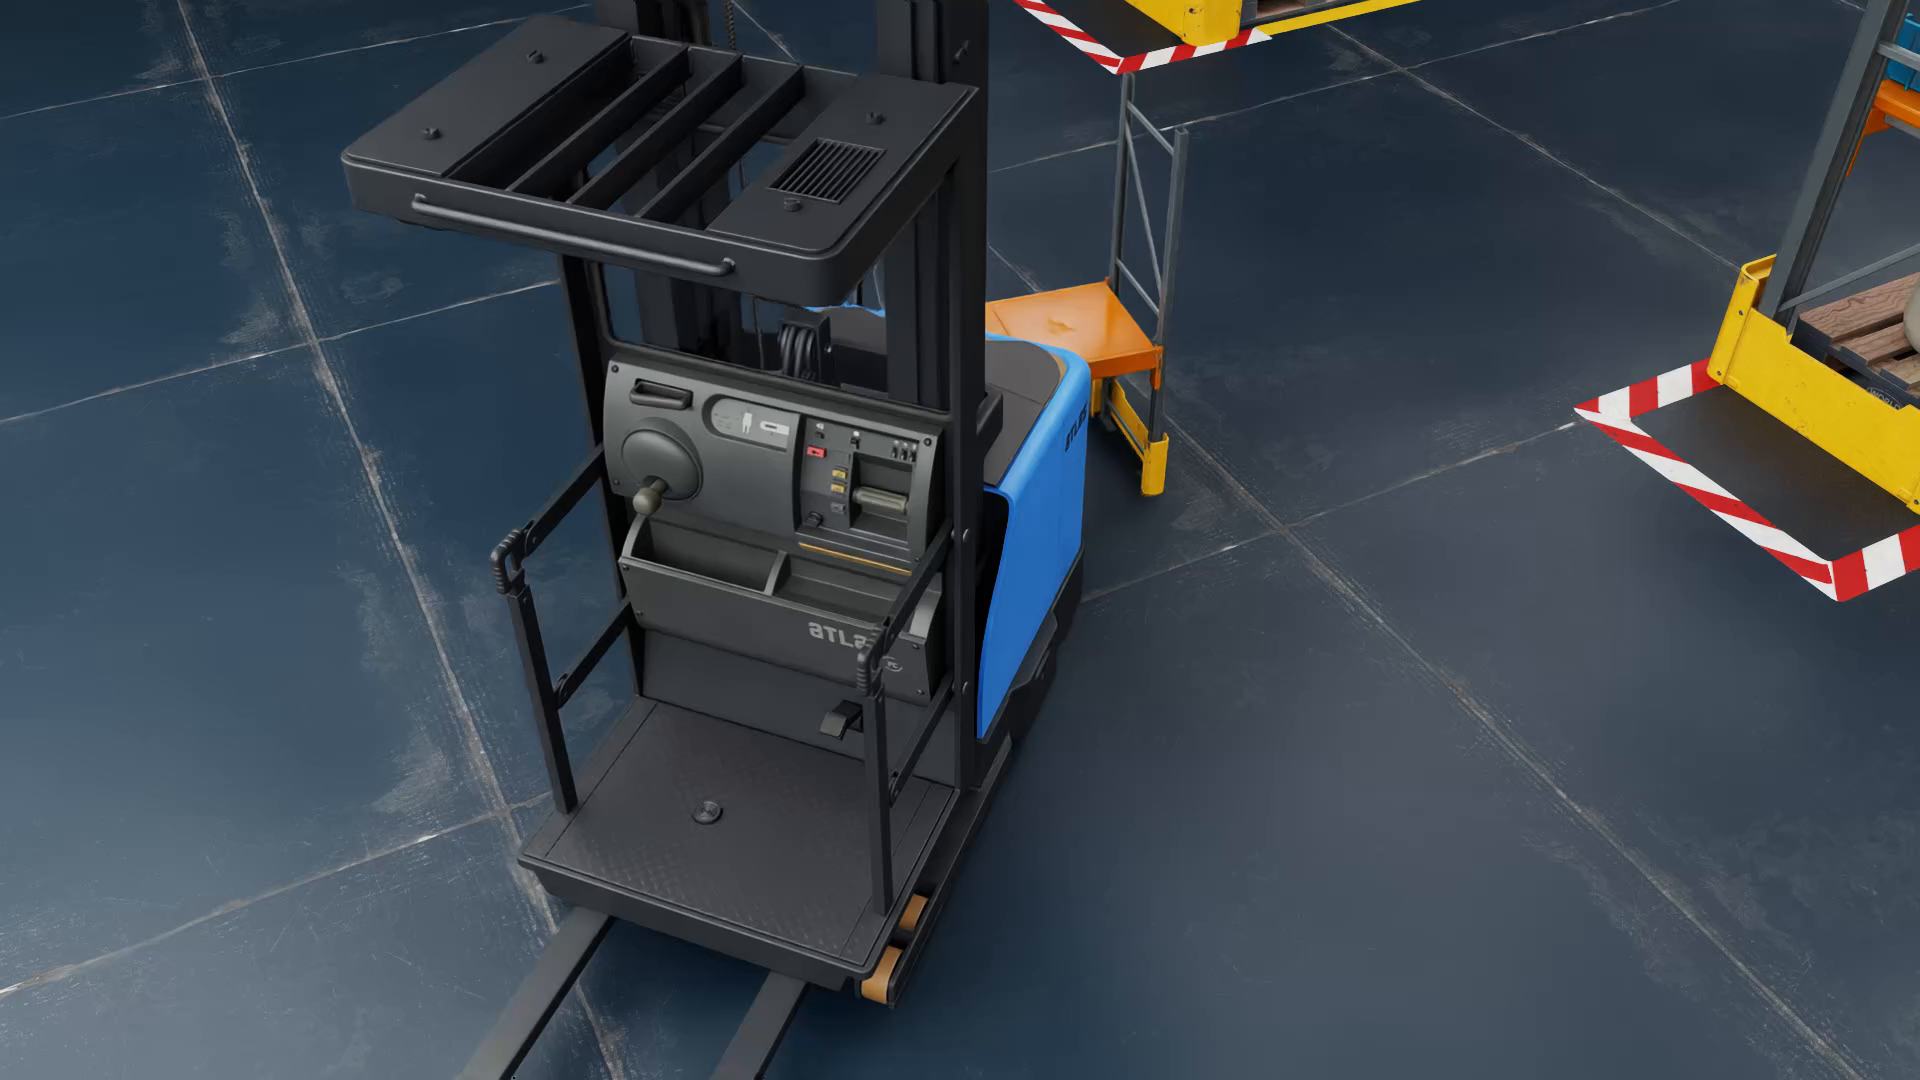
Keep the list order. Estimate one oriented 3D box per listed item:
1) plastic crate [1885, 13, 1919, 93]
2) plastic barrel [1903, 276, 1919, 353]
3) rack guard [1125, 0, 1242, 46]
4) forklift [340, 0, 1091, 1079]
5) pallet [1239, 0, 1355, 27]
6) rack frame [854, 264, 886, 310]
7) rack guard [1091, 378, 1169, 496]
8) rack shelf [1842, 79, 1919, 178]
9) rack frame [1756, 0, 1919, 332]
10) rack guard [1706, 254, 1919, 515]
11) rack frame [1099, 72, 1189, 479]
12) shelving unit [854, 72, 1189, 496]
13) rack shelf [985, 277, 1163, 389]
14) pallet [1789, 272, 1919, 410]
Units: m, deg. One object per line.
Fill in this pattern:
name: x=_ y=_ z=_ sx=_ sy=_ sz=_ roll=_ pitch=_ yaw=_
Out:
plastic crate: x=3.845 y=-1.805 z=6.175 sx=0.616 sy=0.251 sz=0.499 roll=-19 pitch=44 yaw=-21
plastic barrel: x=4.087 y=-0.991 z=6.700 sx=0.421 sy=0.512 sz=0.421 roll=0 pitch=40 yaw=0
rack guard: x=1.233 y=-3.419 z=9.902 sx=0.348 sy=0.500 sz=1.175 roll=-19 pitch=44 yaw=-21
forklift: x=-0.574 y=-0.121 z=4.124 sx=1.130 sy=2.935 sz=3.031 roll=14 pitch=42 yaw=16
pallet: x=1.913 y=-3.568 z=10.302 sx=1.213 sy=0.211 sz=1.003 roll=-19 pitch=44 yaw=-21
rack frame: x=-0.297 y=-0.722 z=5.943 sx=0.032 sy=1.500 sz=0.500 roll=-12 pitch=42 yaw=-14
rack guard: x=0.667 y=-0.452 z=6.591 sx=0.087 sy=0.250 sz=0.587 roll=-12 pitch=42 yaw=-14
rack shelf: x=5.313 y=-1.863 z=6.686 sx=4.000 sy=0.370 sz=1.077 roll=-19 pitch=44 yaw=-21
rack frame: x=3.539 y=-1.541 z=5.748 sx=0.127 sy=3.000 sz=1.000 roll=-19 pitch=44 yaw=-21
rack guard: x=3.585 y=-0.636 z=6.615 sx=0.348 sy=0.500 sz=1.175 roll=-19 pitch=44 yaw=-21
rack frame: x=0.668 y=-0.929 z=6.187 sx=0.032 sy=1.500 sz=0.500 roll=-12 pitch=42 yaw=-14
shelving unit: x=0.195 y=-0.828 z=6.067 sx=1.083 sy=1.500 sz=0.587 roll=-12 pitch=42 yaw=-14
rack shelf: x=0.186 y=-0.689 z=6.181 sx=1.000 sy=0.185 sz=0.538 roll=-12 pitch=42 yaw=-14
pallet: x=4.308 y=-0.765 z=6.991 sx=1.213 sy=0.211 sz=1.003 roll=-19 pitch=44 yaw=-21
